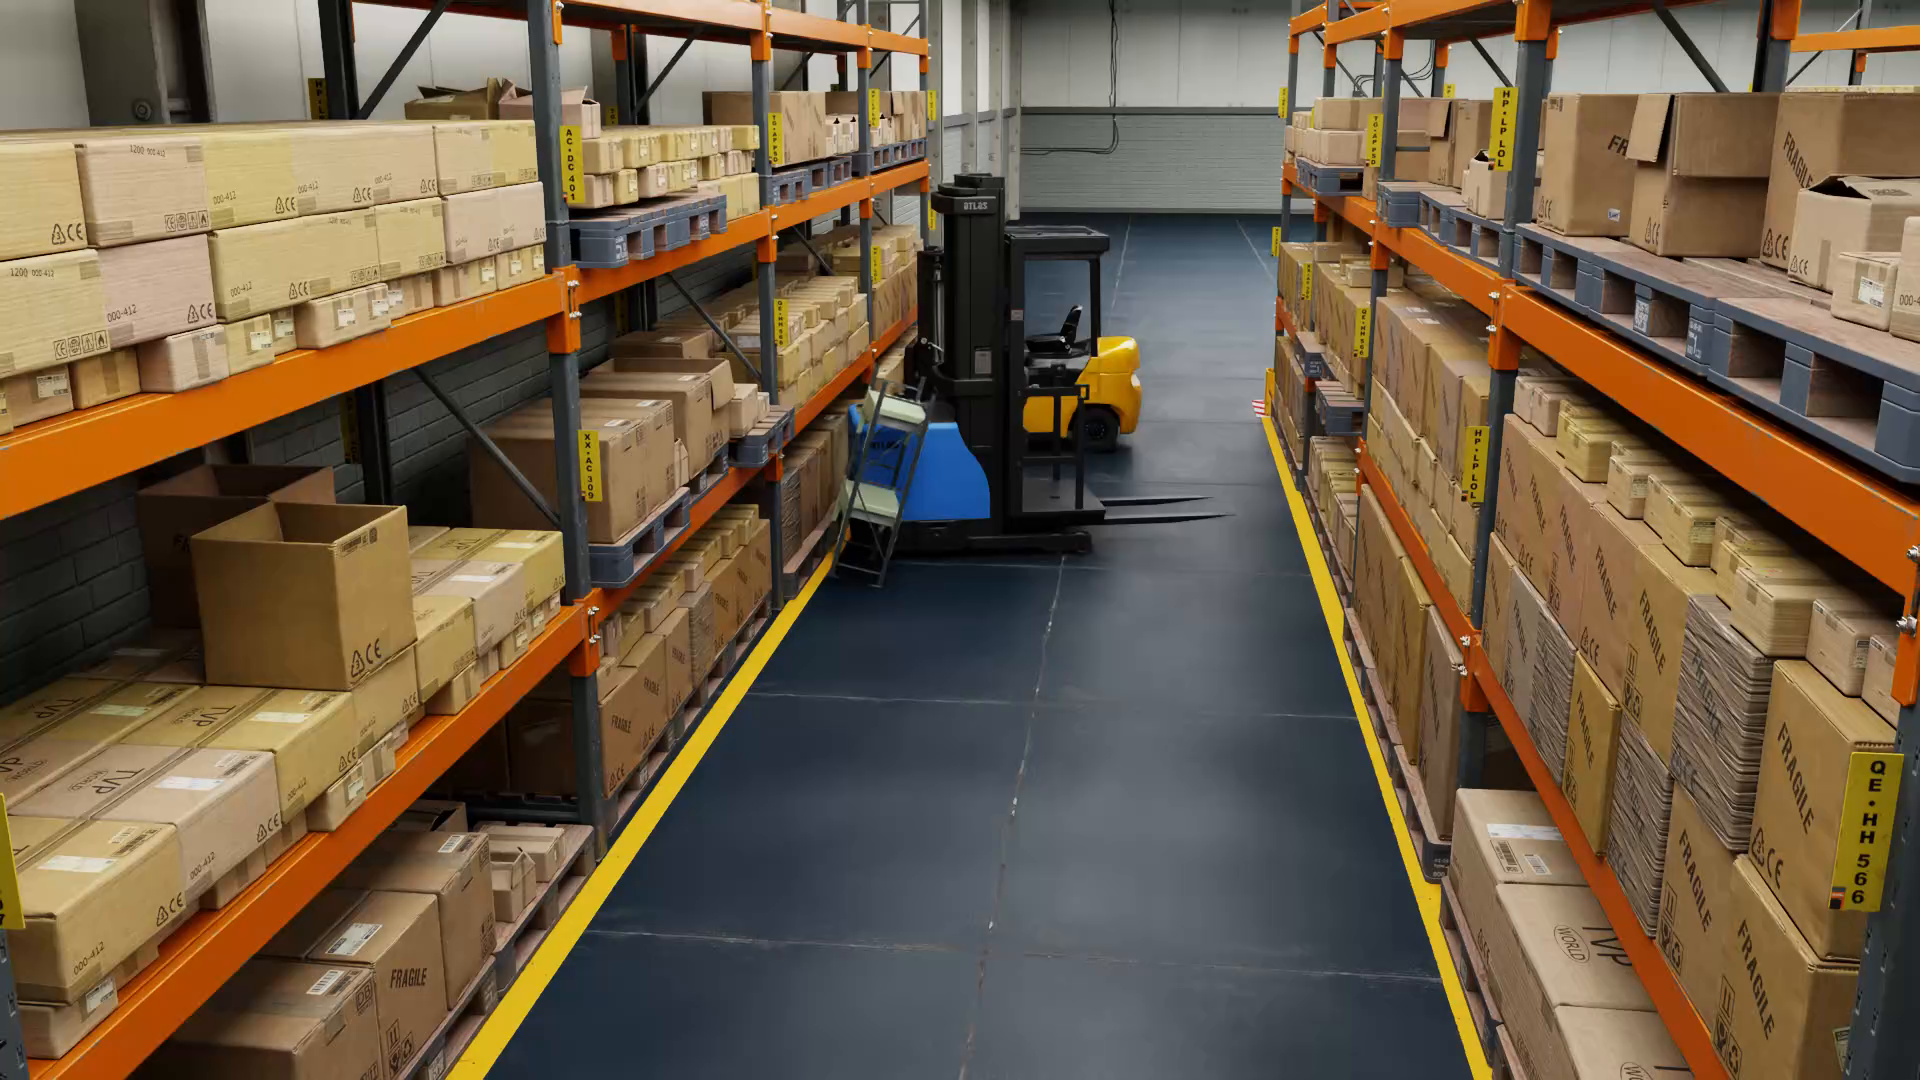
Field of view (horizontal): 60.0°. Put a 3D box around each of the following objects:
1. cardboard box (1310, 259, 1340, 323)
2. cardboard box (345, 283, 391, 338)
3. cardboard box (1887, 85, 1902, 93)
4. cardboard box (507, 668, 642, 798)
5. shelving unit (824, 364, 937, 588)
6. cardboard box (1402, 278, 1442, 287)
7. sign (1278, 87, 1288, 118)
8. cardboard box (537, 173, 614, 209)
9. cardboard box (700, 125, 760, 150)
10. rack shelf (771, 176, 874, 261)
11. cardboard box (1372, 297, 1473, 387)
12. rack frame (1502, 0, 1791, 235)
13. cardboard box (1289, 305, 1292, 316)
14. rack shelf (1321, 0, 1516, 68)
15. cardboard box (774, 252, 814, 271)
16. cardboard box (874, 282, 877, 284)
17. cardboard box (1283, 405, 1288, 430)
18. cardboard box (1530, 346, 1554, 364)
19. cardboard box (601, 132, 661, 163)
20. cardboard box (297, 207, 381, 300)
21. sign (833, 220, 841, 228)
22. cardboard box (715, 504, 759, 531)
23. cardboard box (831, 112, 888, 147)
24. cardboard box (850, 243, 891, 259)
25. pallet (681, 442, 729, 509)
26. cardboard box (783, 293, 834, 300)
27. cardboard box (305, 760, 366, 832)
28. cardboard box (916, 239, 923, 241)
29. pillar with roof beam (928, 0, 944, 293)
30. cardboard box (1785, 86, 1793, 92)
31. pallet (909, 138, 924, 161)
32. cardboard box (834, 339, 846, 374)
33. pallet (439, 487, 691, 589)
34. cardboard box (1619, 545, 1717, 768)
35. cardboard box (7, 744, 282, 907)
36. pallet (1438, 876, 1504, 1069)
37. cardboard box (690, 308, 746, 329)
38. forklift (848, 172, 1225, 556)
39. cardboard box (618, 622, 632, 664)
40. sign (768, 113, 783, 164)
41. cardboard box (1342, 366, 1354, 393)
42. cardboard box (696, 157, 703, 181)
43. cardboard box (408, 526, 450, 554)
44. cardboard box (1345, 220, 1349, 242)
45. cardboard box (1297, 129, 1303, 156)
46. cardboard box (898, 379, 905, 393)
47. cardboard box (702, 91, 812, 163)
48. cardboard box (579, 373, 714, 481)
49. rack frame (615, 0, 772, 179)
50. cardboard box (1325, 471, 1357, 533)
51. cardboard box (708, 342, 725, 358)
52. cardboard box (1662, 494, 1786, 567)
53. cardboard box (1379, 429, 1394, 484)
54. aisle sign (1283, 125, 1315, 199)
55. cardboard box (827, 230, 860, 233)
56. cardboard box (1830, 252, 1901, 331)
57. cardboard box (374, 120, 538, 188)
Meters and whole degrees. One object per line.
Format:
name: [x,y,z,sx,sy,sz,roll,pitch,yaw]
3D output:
cardboard box: [3.287,-2.141,14.269,0.500,0.500,0.500,2,15,8]
cardboard box: [-2.102,-0.755,5.442,0.380,0.149,0.250,2,15,7]
cardboard box: [8.308,-3.873,14.449,0.380,0.149,0.250,2,15,6]
cardboard box: [-1.932,0.955,8.369,0.500,0.500,0.500,2,15,9]
shelving unit: [-0.613,-0.489,12.456,0.431,1.500,0.755,14,13,-11]
cardboard box: [3.623,-1.730,12.747,0.500,0.500,0.500,1,15,4]
sign: [3.537,-4.783,18.184,0.100,0.325,0.005,2,15,6]
cardboard box: [-1.782,-1.574,7.475,0.380,0.149,0.250,2,15,7]
cardboard box: [-1.504,-2.582,10.670,0.380,0.149,0.250,2,15,8]
rack shelf: [-1.534,-2.587,13.115,1.077,0.370,4.000,2,15,6]
cardboard box: [2.874,-1.233,10.368,0.500,0.500,0.500,1,15,4]
rack frame: [2.722,-2.681,6.338,1.000,3.000,0.127,2,15,6]
cardboard box: [3.637,-2.429,17.381,0.380,0.149,0.250,2,15,8]
rack shelf: [3.399,-3.697,12.239,1.077,0.370,4.000,2,15,6]
cardboard box: [-1.572,-2.602,15.534,0.380,0.149,0.250,2,15,6]
cardboard box: [-0.983,-2.509,15.759,0.380,0.149,0.250,2,15,8]
cardboard box: [3.596,-1.298,17.178,0.500,0.250,0.500,3,15,10]
cardboard box: [3.146,-0.685,8.340,0.500,0.500,0.500,1,15,5]
cardboard box: [-1.738,-1.988,8.435,0.380,0.149,0.250,2,15,7]
cardboard box: [-2.198,-0.919,5.284,0.500,0.250,0.500,1,15,5]
sign: [-1.407,-3.517,19.111,0.100,0.325,0.005,2,15,6]
cardboard box: [-1.563,-0.141,11.180,0.380,0.149,0.250,1,15,4]
cardboard box: [-0.972,-3.870,15.655,0.500,0.311,0.500,2,15,7]
cardboard box: [-0.884,-2.853,16.462,0.380,0.149,0.250,1,15,5]
pallet: [-1.974,-0.371,9.654,1.003,0.211,1.213,2,15,6]
cardboard box: [-1.241,-1.939,13.653,0.380,0.149,0.250,2,15,7]
cardboard box: [-2.157,0.818,5.370,0.380,0.149,0.250,1,15,5]
cardboard box: [-0.617,-3.306,18.707,0.380,0.149,0.250,2,15,7]
pillar with roof beam: [3.801,-8.770,28.856,9.100,9.000,0.400,2,15,6]
cardboard box: [8.594,-4.532,16.887,0.380,0.149,0.250,1,15,5]
pallet: [-0.962,-4.265,18.113,1.003,0.211,1.213,2,15,6]
cardboard box: [-1.243,-1.536,13.883,0.500,0.250,0.500,2,15,7]
pallet: [-2.012,-0.042,8.438,1.003,0.211,1.213,2,15,6]
cardboard box: [2.177,0.325,4.608,0.500,0.500,0.500,2,15,6]
cardboard box: [-2.286,0.795,4.692,0.500,0.250,0.500,2,15,7]
pallet: [2.558,1.756,6.764,1.003,0.211,1.213,2,15,6]
cardboard box: [-1.850,-1.687,12.721,0.380,0.149,0.250,2,15,6]
forklift: [0.620,-1.436,13.357,3.031,2.935,1.130,-2,15,-7]
cardboard box: [-1.934,0.534,8.681,0.380,0.149,0.250,1,15,3]
sign: [-1.220,-2.649,10.975,0.100,0.325,0.005,2,15,6]
cardboard box: [2.919,-1.134,11.787,0.380,0.149,0.250,2,15,6]
cardboard box: [-1.726,-2.174,9.732,0.380,0.149,0.250,2,15,7]
cardboard box: [-2.535,0.119,7.193,0.500,0.250,0.500,2,15,6]
cardboard box: [3.969,-2.774,15.498,0.700,0.500,0.500,2,15,7]
cardboard box: [3.577,-3.897,16.297,0.500,0.250,0.500,2,15,7]
cardboard box: [-0.824,-1.499,16.965,0.500,0.250,0.500,2,15,6]
cardboard box: [-1.478,-3.030,12.185,0.700,0.500,0.500,1,15,5]
cardboard box: [-1.787,-0.638,9.279,0.700,0.500,0.500,2,15,6]
rack frame: [-1.759,-3.864,10.712,1.000,3.000,0.127,2,15,6]
cardboard box: [3.413,-0.291,13.222,0.950,0.372,0.625,2,15,8]
cardboard box: [-1.985,-1.261,11.910,0.500,0.250,0.500,2,15,8]
cardboard box: [2.201,-0.023,4.652,0.380,0.149,0.250,2,15,8]
cardboard box: [2.828,-0.497,10.041,0.500,0.250,0.500,1,15,5]
aisle sign: [3.775,-4.178,18.385,0.394,0.787,0.004,2,15,6]
cardboard box: [-1.228,-3.267,17.995,0.380,0.149,0.250,2,15,7]
cardboard box: [2.200,-0.556,3.710,0.380,0.149,0.250,1,15,2]
cardboard box: [-2.028,-1.553,6.672,0.500,0.250,0.500,2,15,6]
